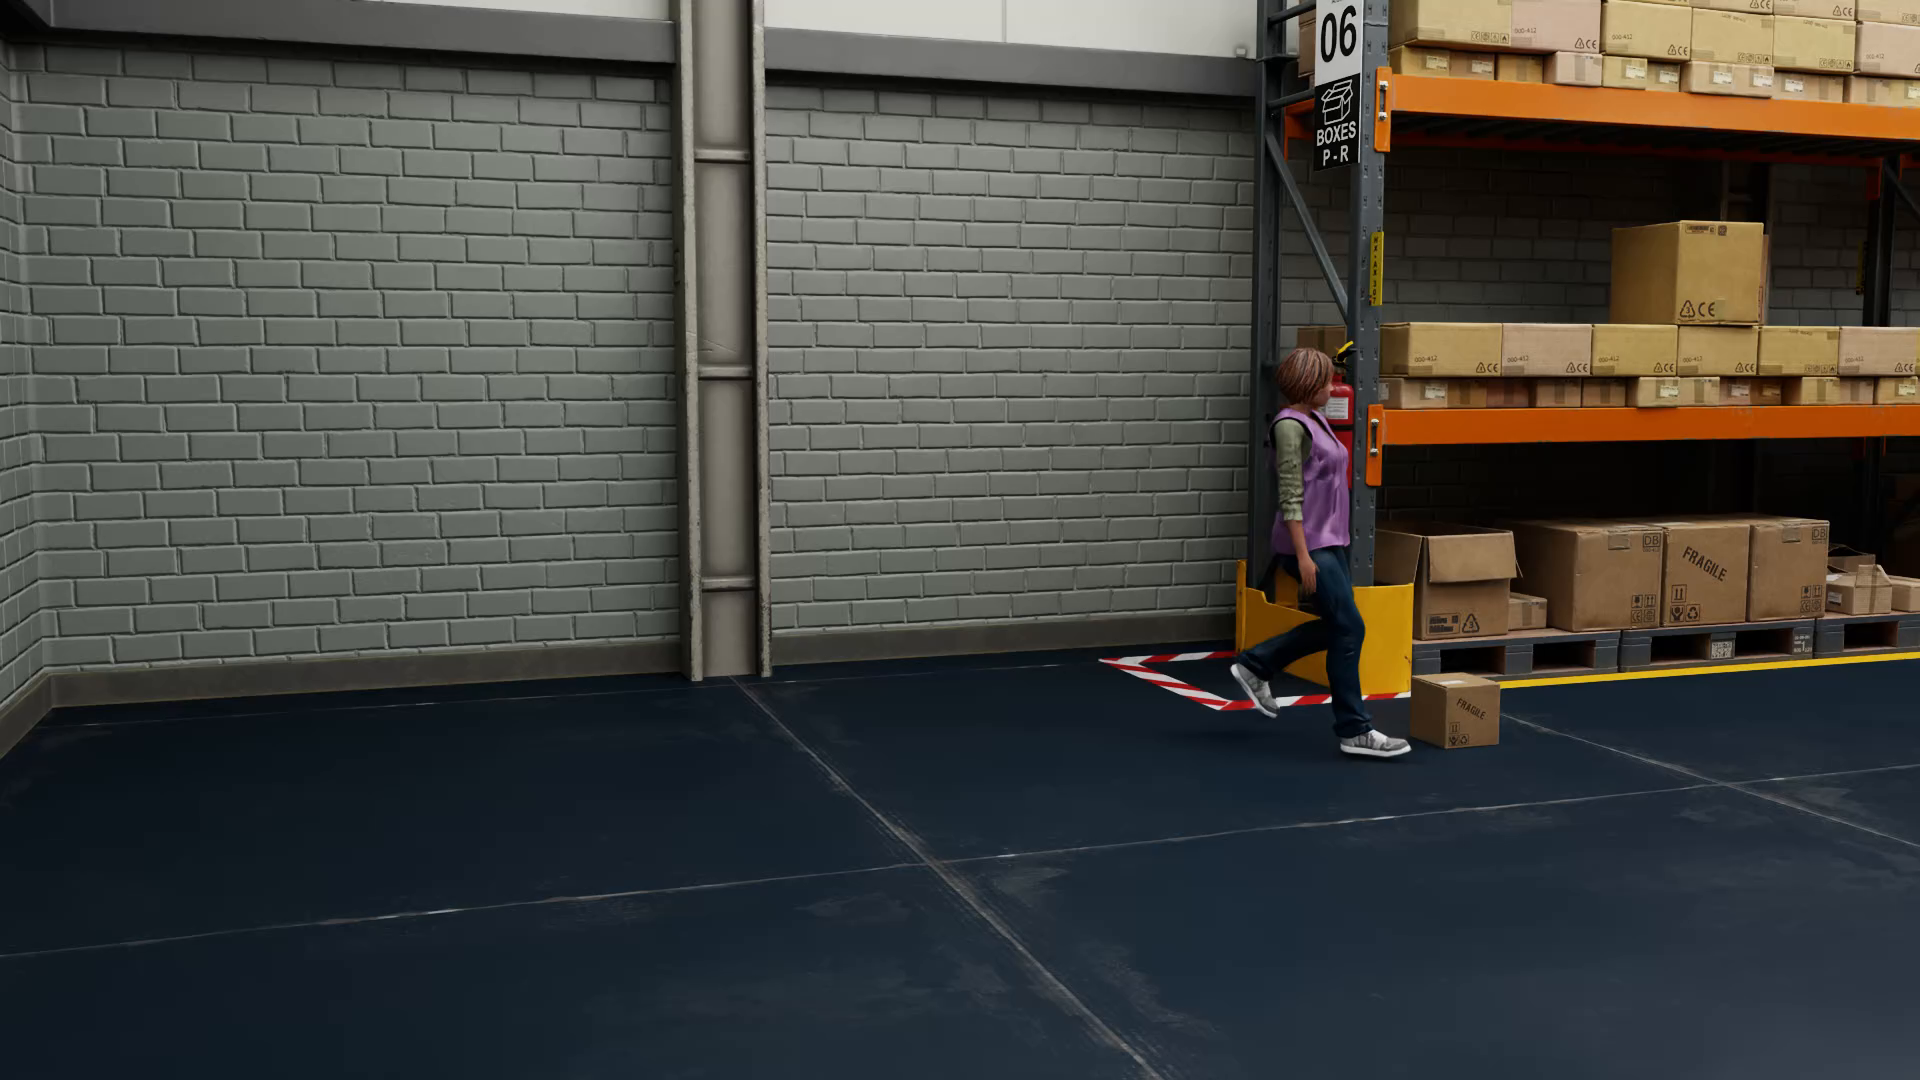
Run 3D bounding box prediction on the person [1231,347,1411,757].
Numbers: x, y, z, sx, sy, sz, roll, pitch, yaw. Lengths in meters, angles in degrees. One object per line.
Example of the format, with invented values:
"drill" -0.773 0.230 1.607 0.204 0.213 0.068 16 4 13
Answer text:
"person" 1.401 0.040 6.476 0.762 1.544 0.438 3 7 25
